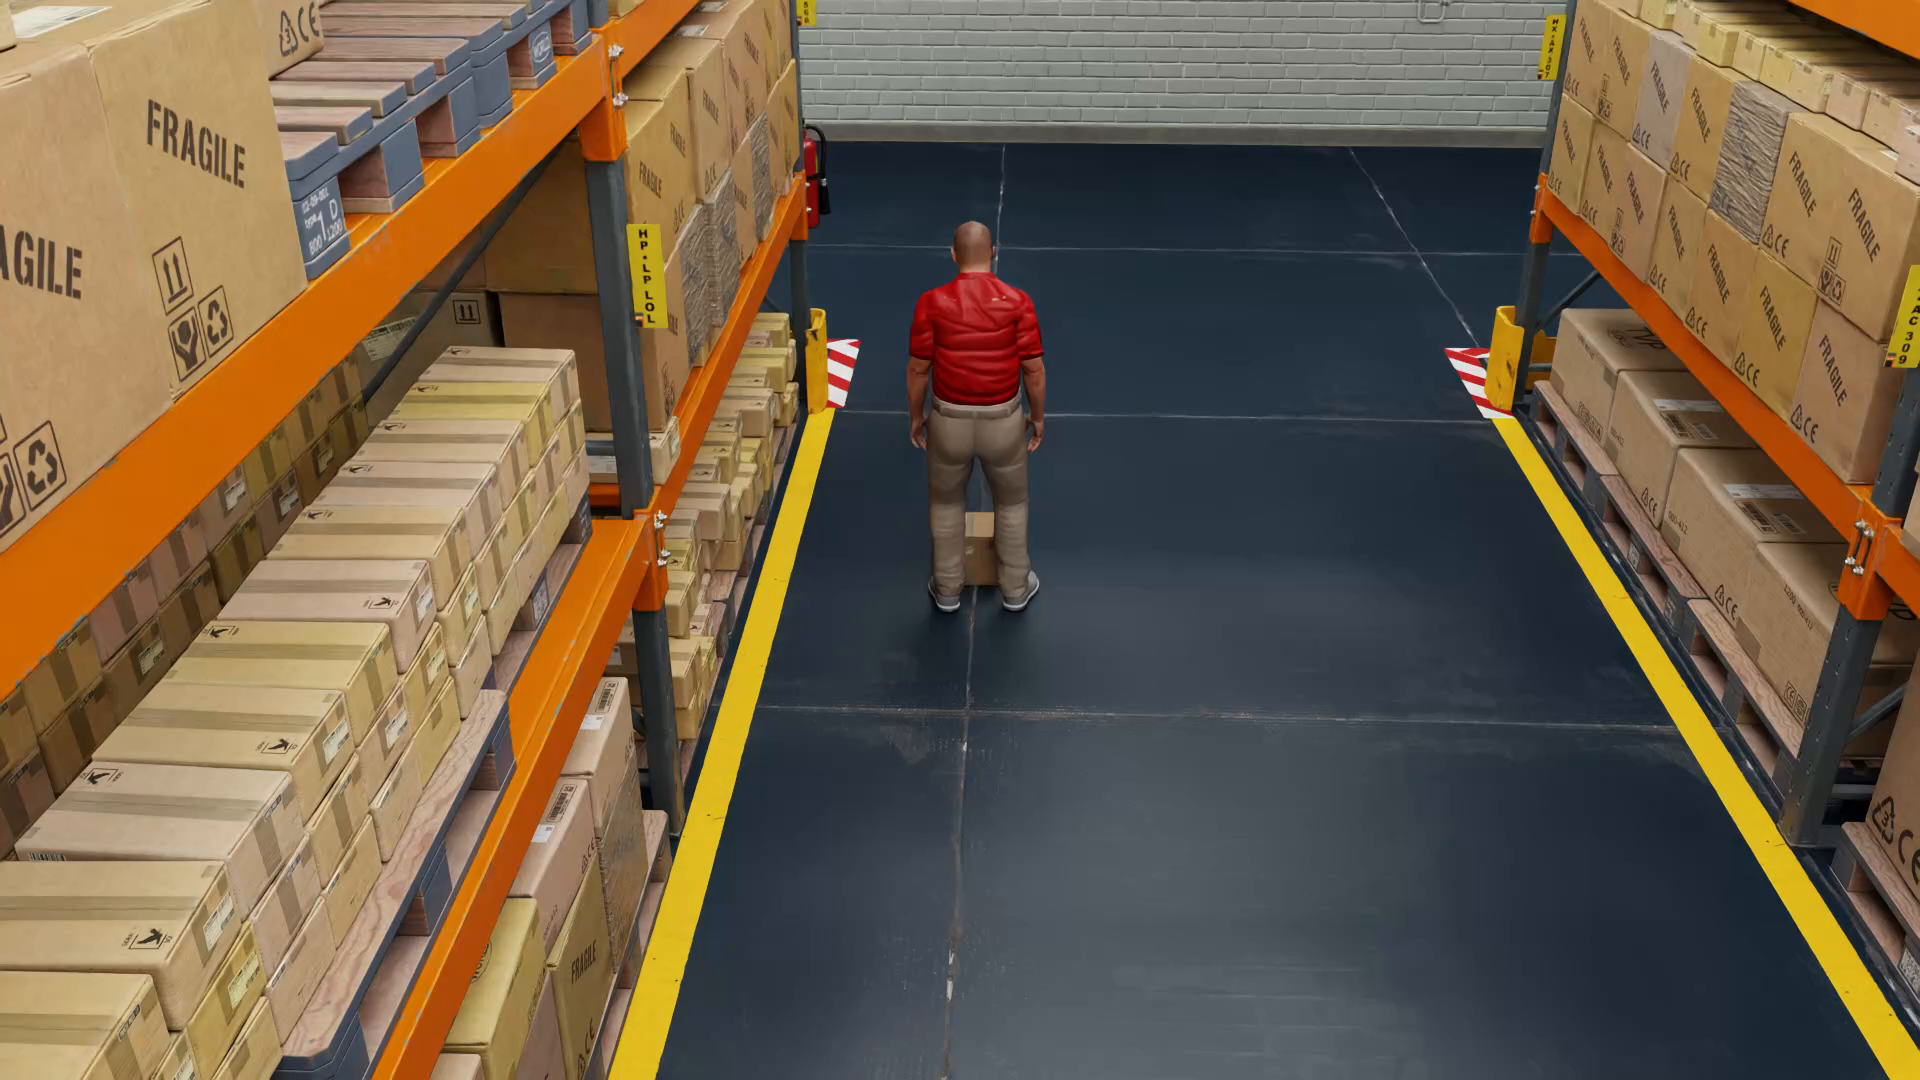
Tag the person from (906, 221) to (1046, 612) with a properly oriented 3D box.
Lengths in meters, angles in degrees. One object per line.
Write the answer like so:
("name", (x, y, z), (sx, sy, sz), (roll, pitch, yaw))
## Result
("person", (0.070, -0.499, 7.082), (0.587, 1.727, 0.398), (1, 28, 2))
